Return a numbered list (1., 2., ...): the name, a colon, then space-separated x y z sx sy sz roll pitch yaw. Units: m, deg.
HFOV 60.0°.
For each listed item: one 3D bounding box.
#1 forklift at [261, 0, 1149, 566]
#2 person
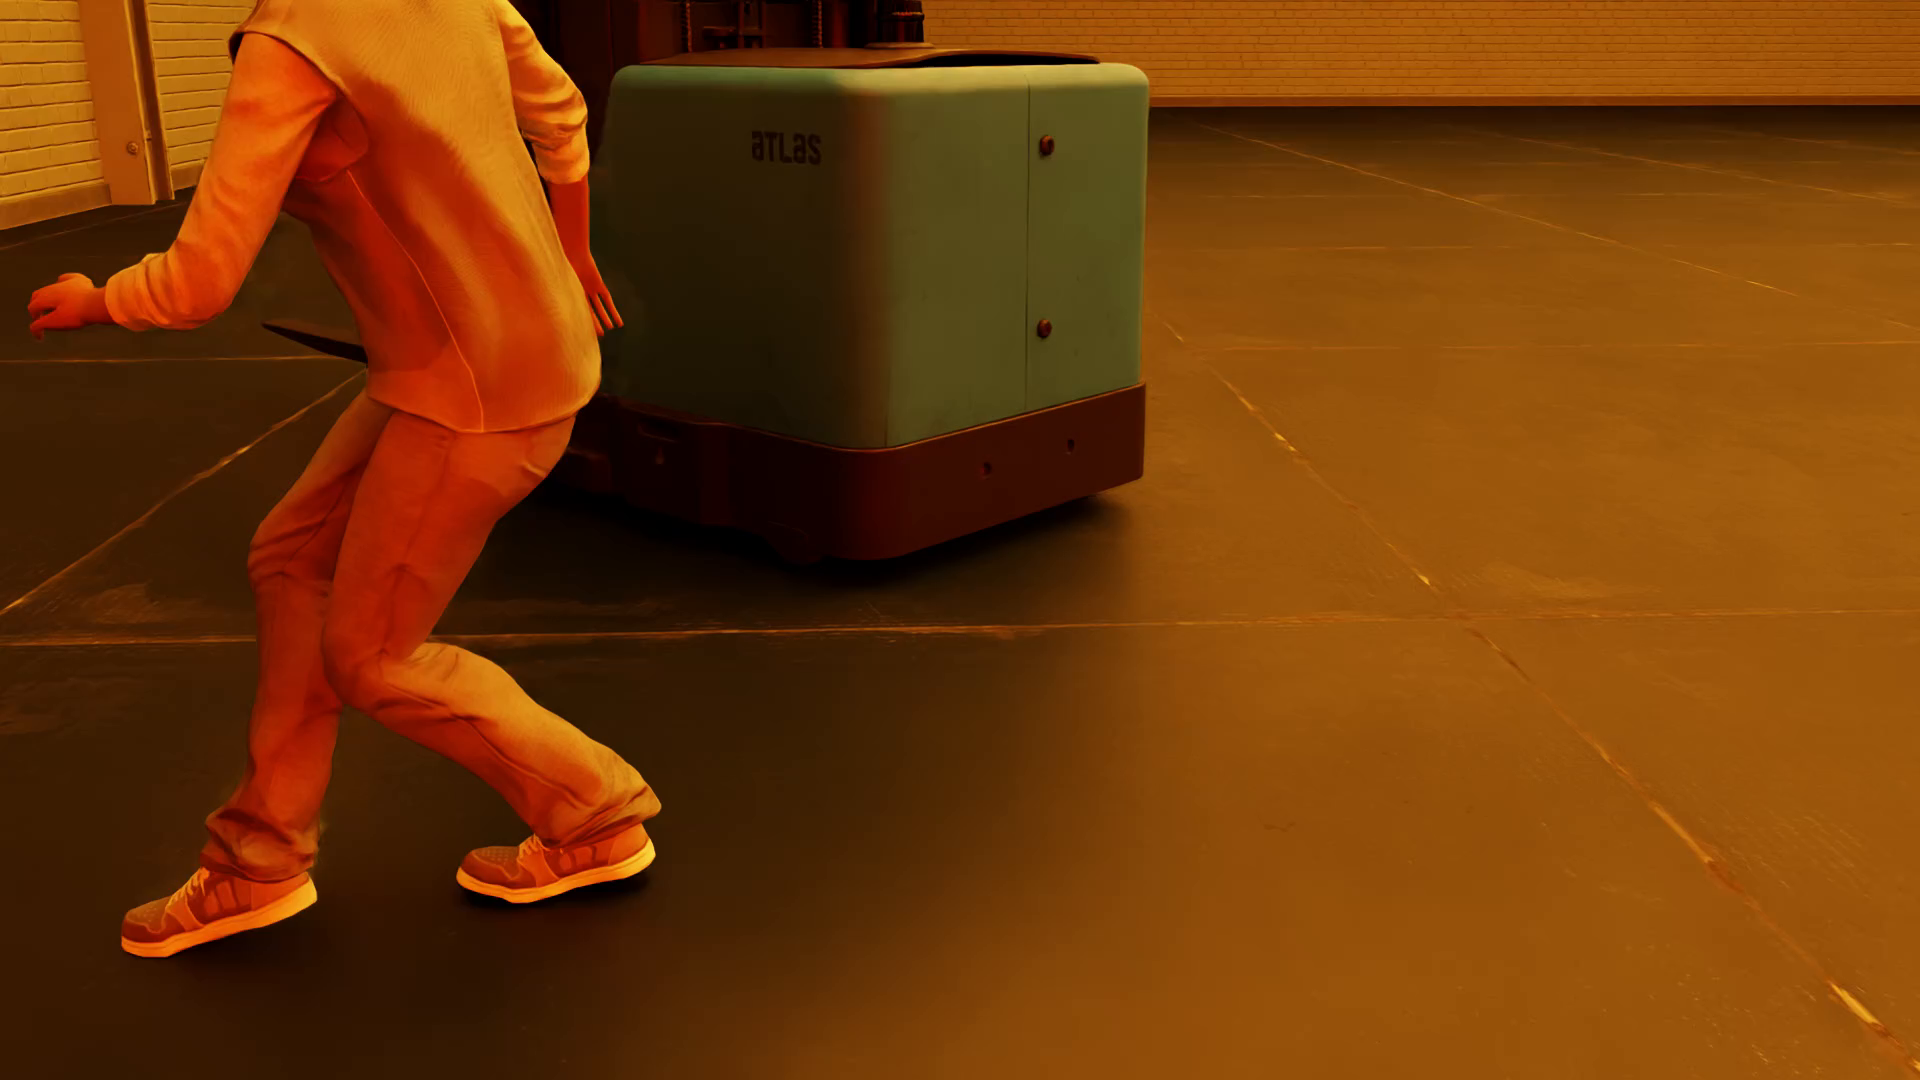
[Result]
1. forklift: -0.969 -1.686 4.419 3.031 2.935 1.130 15 22 40
2. person: -0.788 -0.210 2.164 0.730 1.435 0.645 -1 17 -4
